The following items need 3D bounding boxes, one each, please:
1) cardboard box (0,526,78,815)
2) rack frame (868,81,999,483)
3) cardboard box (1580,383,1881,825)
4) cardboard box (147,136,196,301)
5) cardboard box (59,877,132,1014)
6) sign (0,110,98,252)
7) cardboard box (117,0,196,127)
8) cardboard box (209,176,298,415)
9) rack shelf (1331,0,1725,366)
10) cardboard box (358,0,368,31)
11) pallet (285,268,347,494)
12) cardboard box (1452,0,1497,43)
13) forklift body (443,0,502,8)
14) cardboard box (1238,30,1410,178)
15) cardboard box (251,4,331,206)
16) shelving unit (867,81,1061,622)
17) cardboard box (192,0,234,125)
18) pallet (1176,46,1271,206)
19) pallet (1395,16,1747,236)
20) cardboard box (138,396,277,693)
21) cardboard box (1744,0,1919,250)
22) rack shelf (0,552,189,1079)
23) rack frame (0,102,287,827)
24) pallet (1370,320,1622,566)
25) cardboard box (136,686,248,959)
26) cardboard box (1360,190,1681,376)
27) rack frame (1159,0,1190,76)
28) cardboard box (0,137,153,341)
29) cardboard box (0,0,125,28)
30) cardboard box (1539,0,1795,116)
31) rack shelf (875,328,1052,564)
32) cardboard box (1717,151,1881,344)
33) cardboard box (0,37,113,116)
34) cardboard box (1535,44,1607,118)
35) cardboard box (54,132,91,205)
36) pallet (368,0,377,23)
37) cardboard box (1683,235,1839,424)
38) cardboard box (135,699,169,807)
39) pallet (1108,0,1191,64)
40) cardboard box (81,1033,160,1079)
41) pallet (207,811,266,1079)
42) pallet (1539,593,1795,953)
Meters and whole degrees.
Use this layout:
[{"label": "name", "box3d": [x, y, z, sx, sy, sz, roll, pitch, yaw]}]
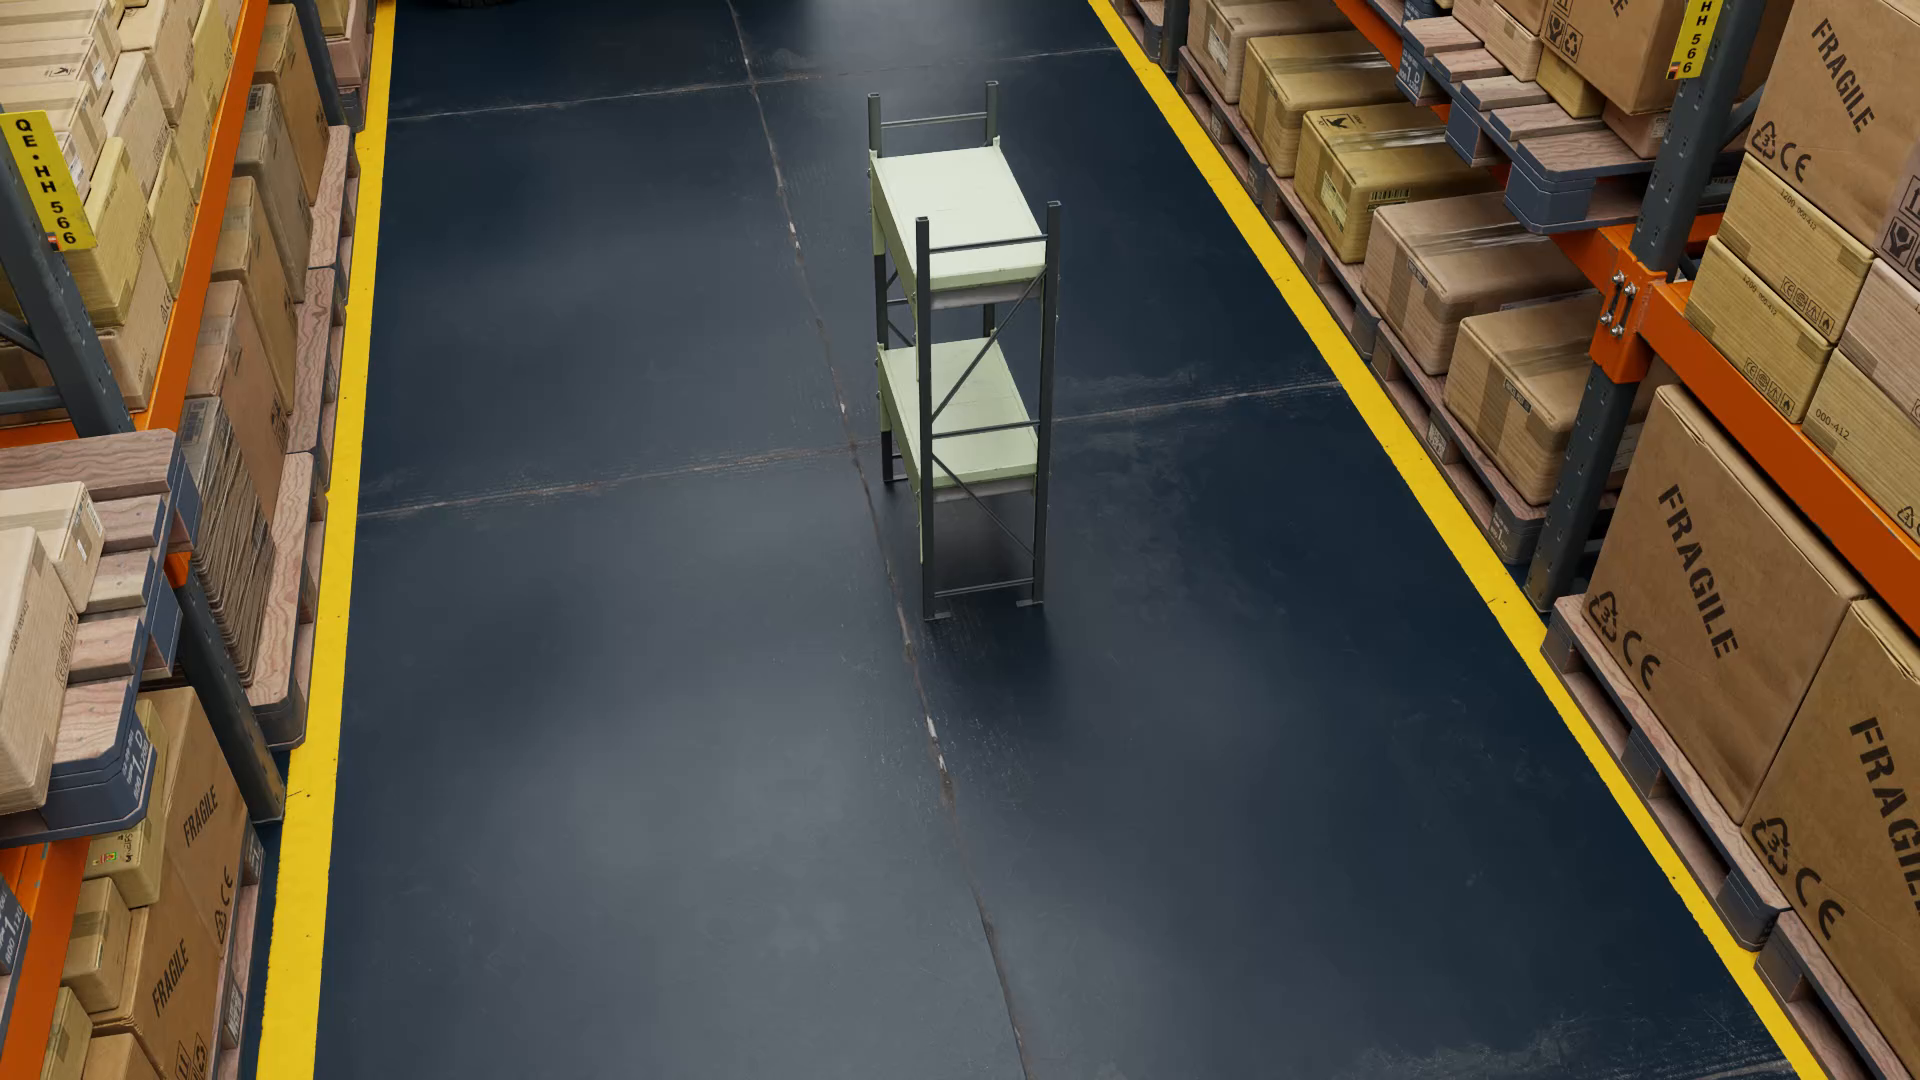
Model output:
[{"label": "cardboard box", "box3d": [-1.922, 0.266, 2.988, 0.500, 0.250, 0.500, -10, 43, -11]}, {"label": "rack frame", "box3d": [-0.080, -0.802, 5.524, 0.400, 1.500, 0.023, -8, 42, -9]}, {"label": "cardboard box", "box3d": [2.448, 0.113, 4.648, 0.875, 0.875, 0.875, -9, 42, -10]}, {"label": "cardboard box", "box3d": [-2.427, -0.864, 4.577, 0.500, 0.250, 0.500, -9, 42, -10]}, {"label": "cardboard box", "box3d": [-2.009, 0.898, 3.557, 0.380, 0.149, 0.250, -10, 43, -11]}, {"label": "sign", "box3d": [-1.938, -0.758, 3.532, 0.100, 0.325, 0.005, -8, 42, -9]}, {"label": "cardboard box", "box3d": [-2.525, -1.391, 4.794, 0.500, 0.250, 0.500, -9, 42, -10]}, {"label": "cardboard box", "box3d": [-2.881, -0.805, 5.870, 0.875, 0.625, 0.625, -10, 43, -11]}, {"label": "rack shelf", "box3d": [1.948, -2.012, 6.299, 1.077, 0.370, 4.000, -8, 42, -9]}, {"label": "cardboard box", "box3d": [-3.235, -2.680, 8.265, 0.500, 0.250, 0.500, -9, 42, -10]}, {"label": "pallet", "box3d": [-2.865, -0.557, 6.218, 1.003, 0.211, 1.213, -8, 42, -9]}, {"label": "cardboard box", "box3d": [1.806, -1.711, 5.291, 0.380, 0.149, 0.250, -10, 43, -11]}, {"label": "forklift body", "box3d": [-2.002, -4.171, 8.829, 2.313, 2.155, 1.214, -8, 42, -9]}, {"label": "cardboard box", "box3d": [1.791, -1.947, 7.346, 0.950, 0.372, 0.625, -6, 42, -7]}, {"label": "cardboard box", "box3d": [-3.206, -1.796, 6.986, 0.875, 0.625, 0.625, -7, 42, -7]}, {"label": "shelving unit", "box3d": [-0.001, -0.565, 5.257, 0.431, 1.500, 0.755, -8, 42, -9]}, {"label": "cardboard box", "box3d": [-2.655, -1.534, 5.331, 0.500, 0.250, 0.500, -7, 42, -8]}, {"label": "pallet", "box3d": [1.686, -2.030, 7.878, 1.003, 0.211, 1.213, -8, 42, -9]}, {"label": "pallet", "box3d": [2.122, -1.360, 5.167, 1.213, 0.211, 1.003, -8, 42, -9]}, {"label": "cardboard box", "box3d": [-2.587, 0.054, 4.902, 0.875, 0.625, 0.625, -7, 42, -8]}, {"label": "cardboard box", "box3d": [2.248, -1.041, 3.835, 0.500, 0.500, 0.500, -10, 43, -11]}, {"label": "rack shelf", "box3d": [-2.034, 1.295, 2.574, 1.077, 0.370, 4.000, -8, 42, -9]}, {"label": "rack frame", "box3d": [-2.466, -0.271, 3.796, 1.000, 3.000, 0.127, -8, 42, -9]}, {"label": "pallet", "box3d": [2.213, -0.448, 6.096, 1.003, 0.211, 1.213, -8, 42, -9]}, {"label": "cardboard box", "box3d": [-2.165, 0.750, 4.212, 0.500, 0.500, 0.500, -7, 42, -8]}, {"label": "cardboard box", "box3d": [2.101, -1.004, 6.284, 0.950, 0.372, 0.625, -9, 42, -10]}, {"label": "rack frame", "box3d": [1.517, -3.577, 7.521, 1.000, 3.000, 0.127, -8, 42, -9]}, {"label": "cardboard box", "box3d": [-2.299, -0.728, 4.047, 0.500, 0.250, 0.500, -8, 42, -9]}, {"label": "cardboard box", "box3d": [-2.539, -1.462, 4.573, 0.380, 0.149, 0.250, -8, 42, -9]}, {"label": "cardboard box", "box3d": [2.010, -1.545, 4.615, 0.500, 0.500, 0.500, -9, 42, -11]}, {"label": "rack shelf", "box3d": [-0.001, -0.321, 5.473, 0.431, 0.370, 0.720, -8, 42, -9]}, {"label": "cardboard box", "box3d": [2.248, -0.752, 4.074, 0.500, 0.250, 0.500, -9, 42, -10]}, {"label": "cardboard box", "box3d": [-2.386, -1.135, 4.206, 0.380, 0.149, 0.250, -7, 42, -8]}, {"label": "cardboard box", "box3d": [1.951, -1.390, 4.929, 0.380, 0.149, 0.250, -8, 42, -9]}, {"label": "cardboard box", "box3d": [-2.247, -0.800, 3.827, 0.380, 0.149, 0.250, -7, 42, -8]}, {"label": "pallet", "box3d": [-3.727, -3.135, 9.122, 1.003, 0.211, 1.213, -8, 42, -9]}, {"label": "cardboard box", "box3d": [2.240, -0.575, 4.251, 0.500, 0.250, 0.500, -9, 42, -10]}, {"label": "cardboard box", "box3d": [-2.112, 0.548, 3.951, 0.380, 0.149, 0.250, -10, 43, -11]}, {"label": "pallet", "box3d": [1.337, -2.965, 8.931, 1.003, 0.211, 1.213, -8, 42, -9]}, {"label": "cardboard box", "box3d": [-1.951, 1.415, 3.463, 0.500, 0.500, 0.500, -7, 42, -7]}, {"label": "pallet", "box3d": [-2.342, 1.261, 4.170, 1.003, 0.211, 1.213, -8, 42, -9]}, {"label": "pallet", "box3d": [2.477, 0.580, 4.937, 1.003, 0.211, 1.213, -8, 42, -9]}]
